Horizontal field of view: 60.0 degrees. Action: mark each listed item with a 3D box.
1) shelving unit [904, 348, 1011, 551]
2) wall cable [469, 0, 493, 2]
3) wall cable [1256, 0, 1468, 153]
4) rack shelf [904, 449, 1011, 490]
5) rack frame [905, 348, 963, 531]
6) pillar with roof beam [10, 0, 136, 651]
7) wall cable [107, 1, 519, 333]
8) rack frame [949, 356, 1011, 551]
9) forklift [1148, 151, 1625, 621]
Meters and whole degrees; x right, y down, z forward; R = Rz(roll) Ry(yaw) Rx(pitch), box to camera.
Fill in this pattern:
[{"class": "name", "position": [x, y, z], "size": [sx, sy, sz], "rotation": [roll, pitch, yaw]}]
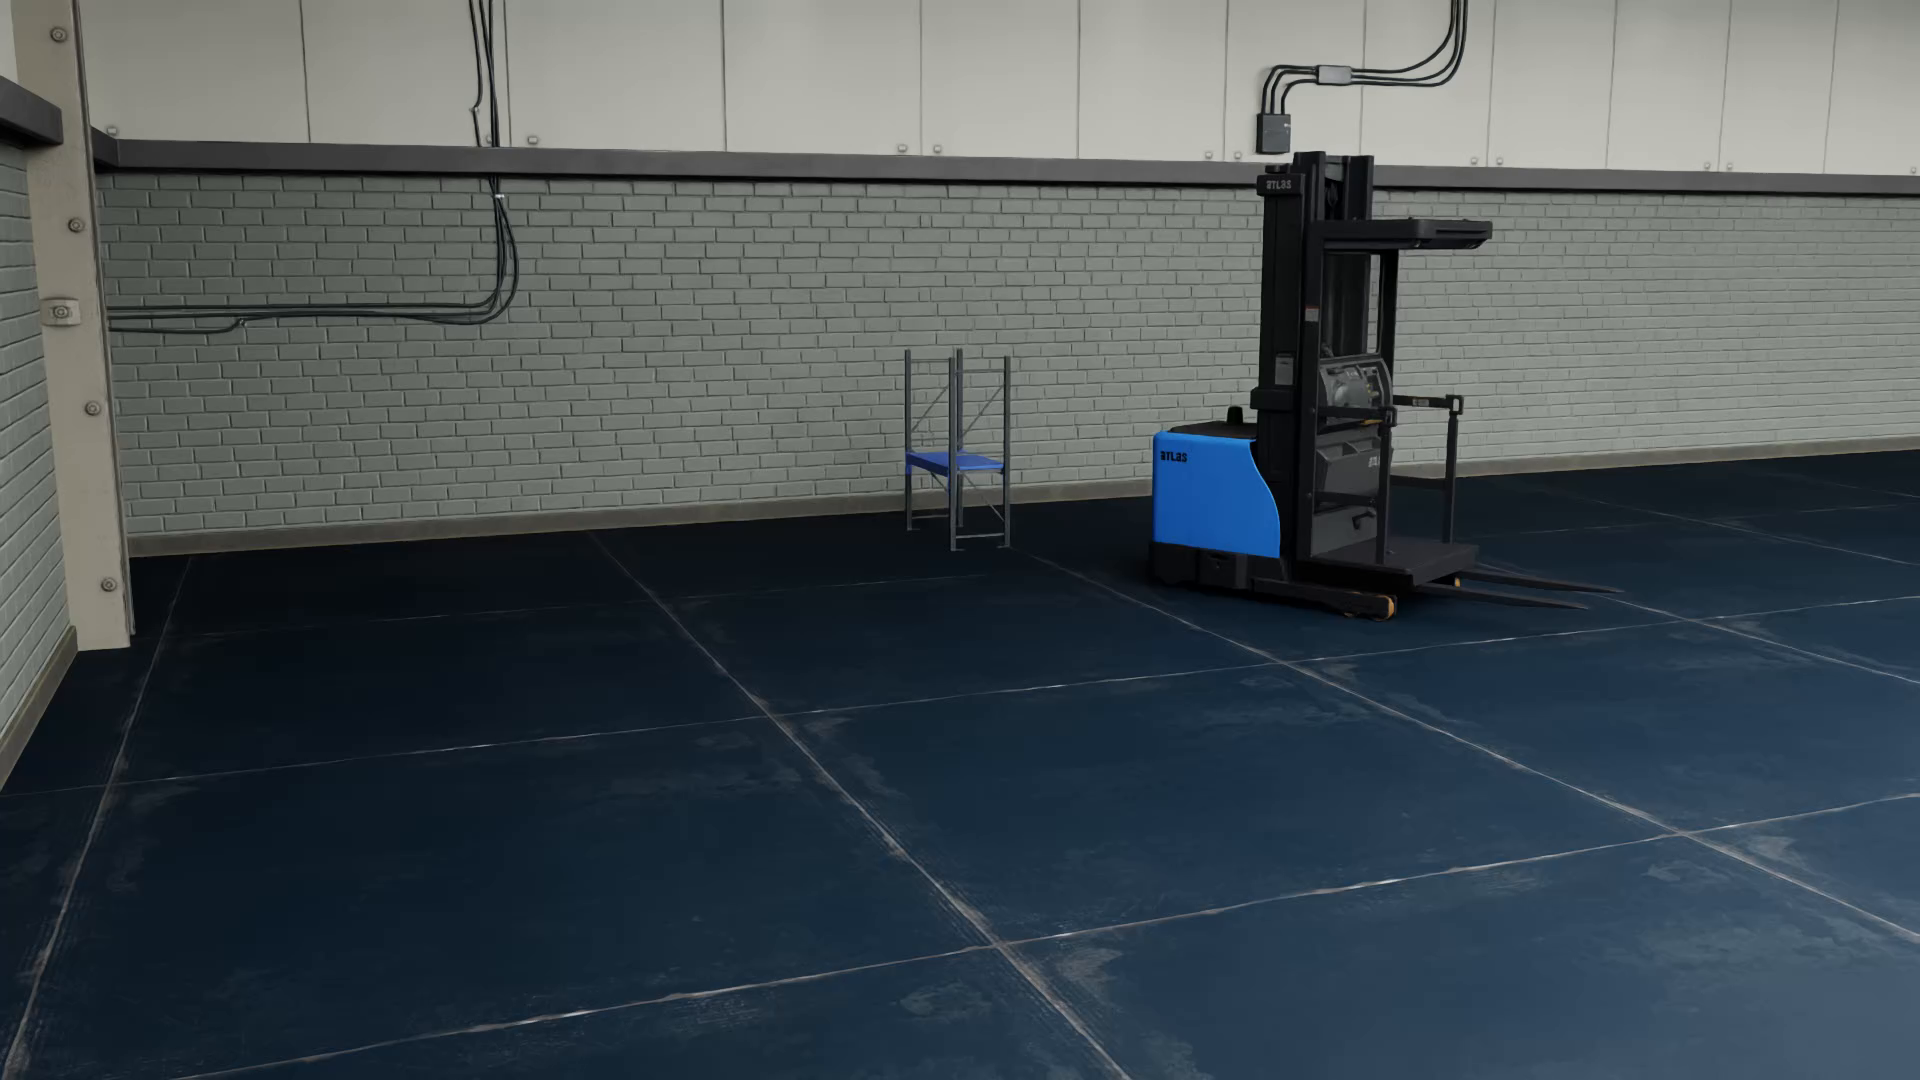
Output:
[{"class": "shelving unit", "position": [-0.031, -0.752, 13.367], "size": [0.538, 1.500, 1.048], "rotation": [-4, 11, -21]}, {"class": "wall cable", "position": [-2.452, -5.513, 13.163], "size": [3.097, 2.526, 0.112], "rotation": [-4, 11, -21]}, {"class": "wall cable", "position": [3.880, -6.658, 15.443], "size": [2.305, 6.003, 0.169], "rotation": [-4, 11, -21]}, {"class": "rack shelf", "position": [-0.031, -0.575, 13.399], "size": [0.538, 0.185, 1.000], "rotation": [-4, 11, -21]}, {"class": "rack frame", "position": [-0.215, -0.835, 13.834], "size": [0.500, 1.500, 0.032], "rotation": [-4, 11, -21]}, {"class": "pillar with roof beam", "position": [-1.126, -4.092, 10.729], "size": [9.100, 9.000, 0.400], "rotation": [-4, 11, -21]}, {"class": "wall cable", "position": [-4.973, -2.855, 12.641], "size": [3.097, 2.526, 0.112], "rotation": [-4, 11, -21]}, {"class": "rack frame", "position": [0.153, -0.669, 12.901], "size": [0.500, 1.500, 0.032], "rotation": [-4, 11, -21]}, {"class": "forklift", "position": [2.775, -1.033, 10.859], "size": [3.031, 2.935, 1.130], "rotation": [8, 13, 39]}]
